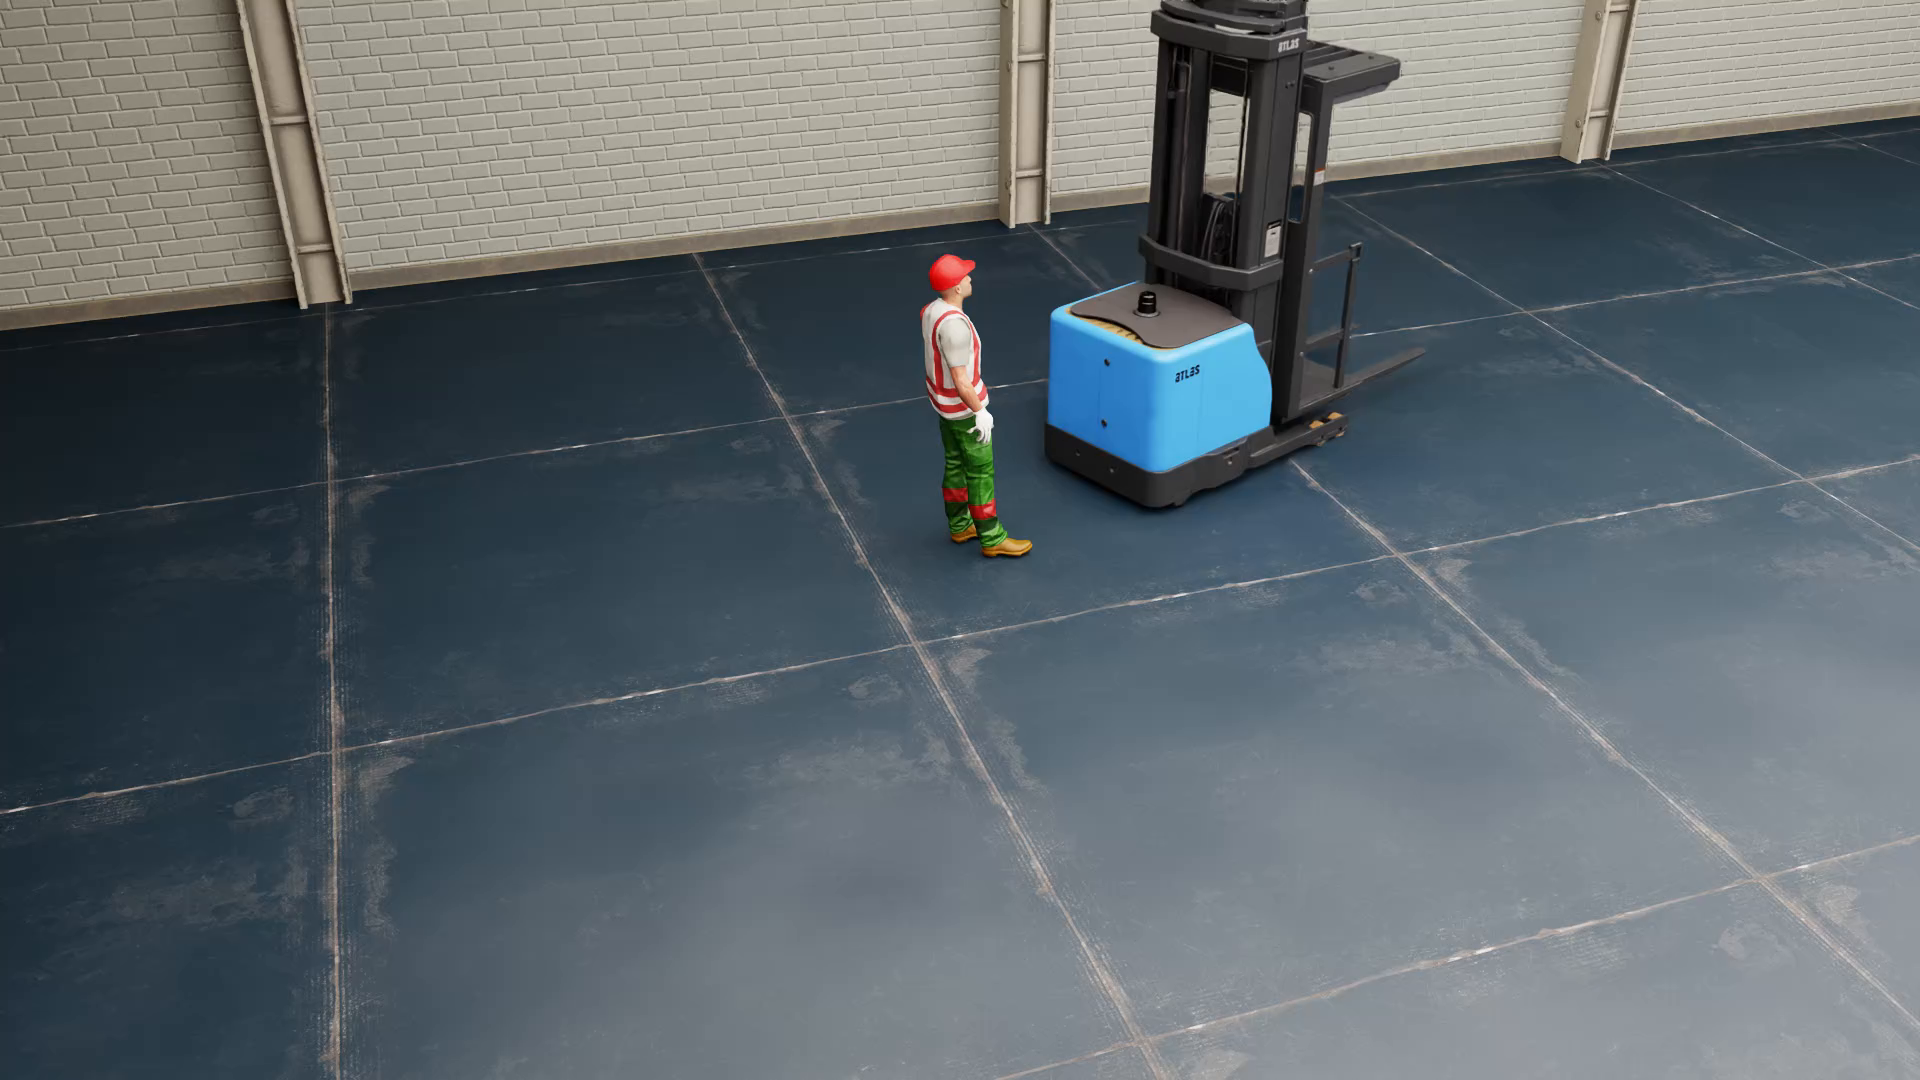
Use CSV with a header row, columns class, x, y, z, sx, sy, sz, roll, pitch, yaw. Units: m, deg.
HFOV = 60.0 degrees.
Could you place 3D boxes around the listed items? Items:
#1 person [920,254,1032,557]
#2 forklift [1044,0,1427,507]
class,x,y,z,sx,sy,sz,roll,pitch,yaw
person,0.079,-0.789,9.589,0.564,1.787,0.638,-10,31,-16
forklift,1.996,-2.076,10.696,3.031,2.935,1.130,-23,37,-34
